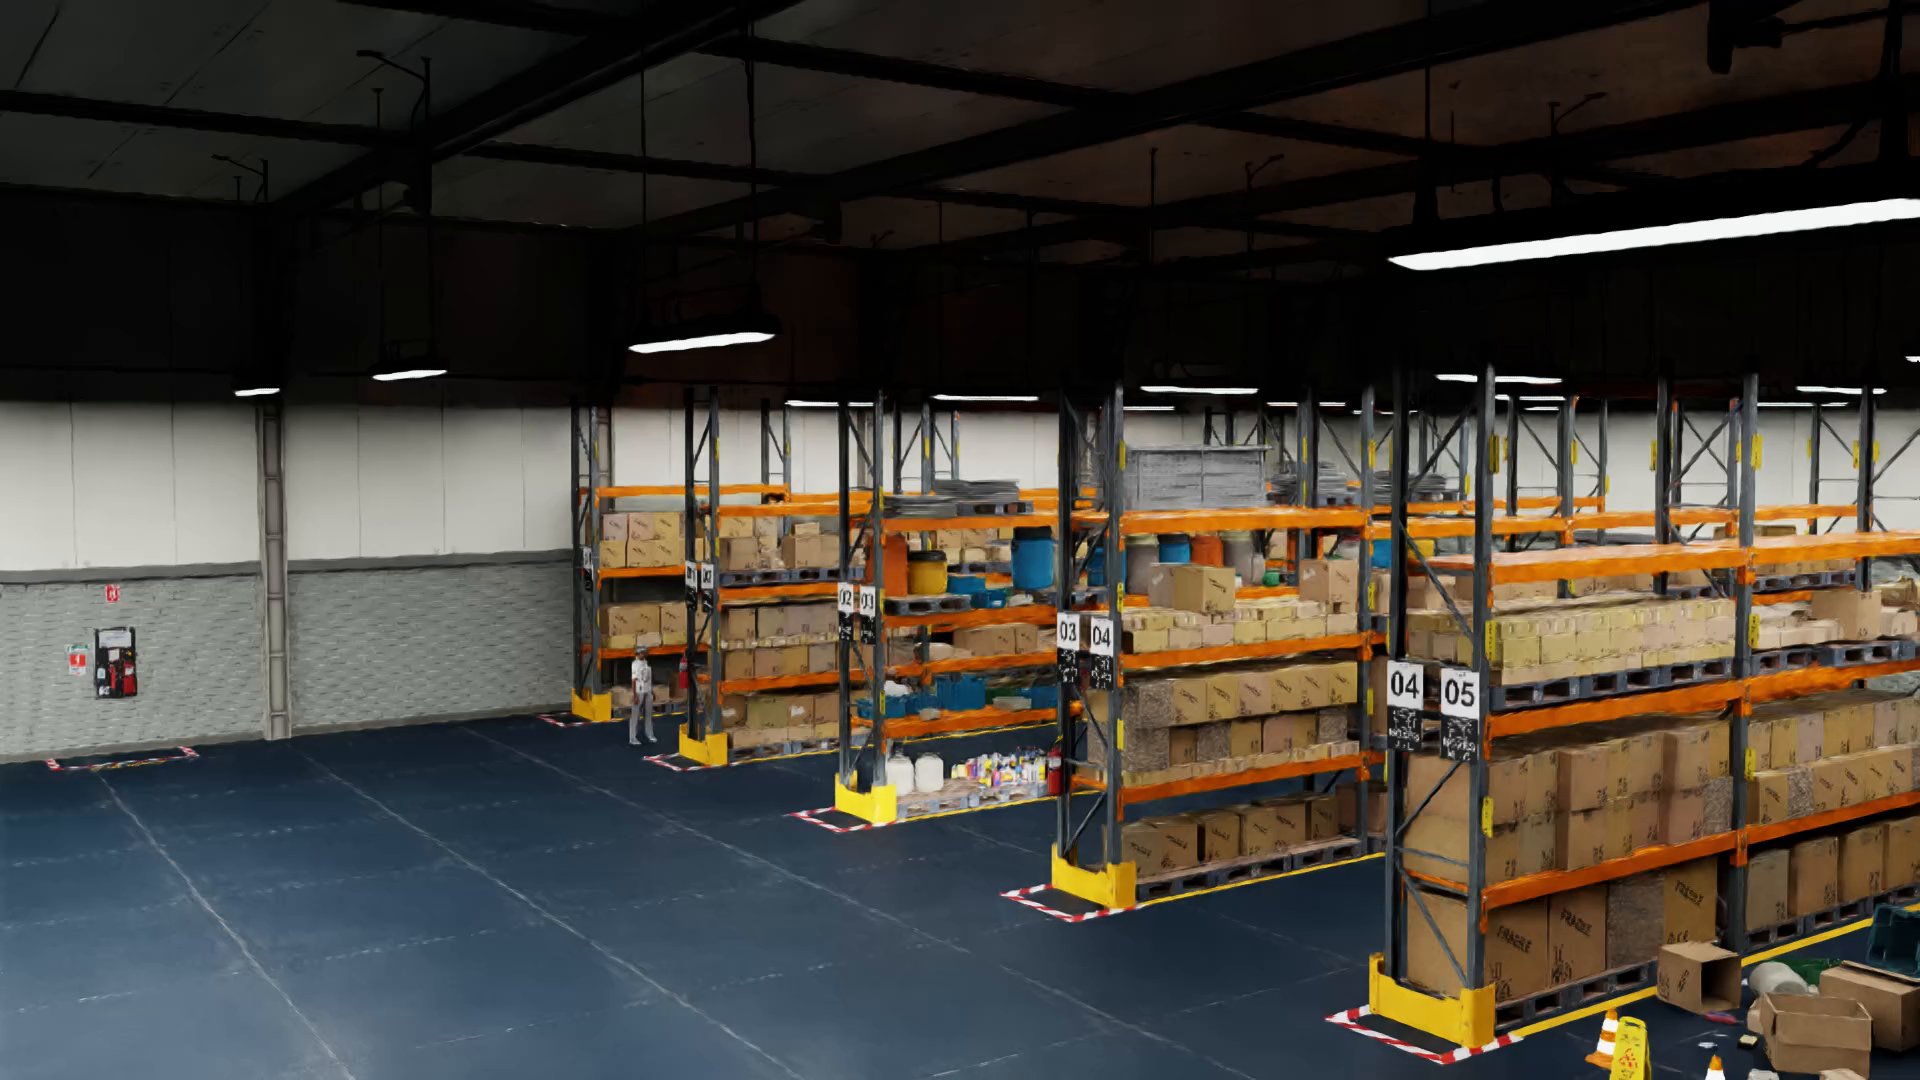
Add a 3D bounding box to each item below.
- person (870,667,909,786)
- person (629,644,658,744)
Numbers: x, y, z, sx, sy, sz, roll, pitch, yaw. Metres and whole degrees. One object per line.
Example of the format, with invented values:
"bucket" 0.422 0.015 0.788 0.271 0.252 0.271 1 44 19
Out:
"person" -1.023 2.766 24.781 0.696 1.772 0.627 -1 4 -20
"person" -5.396 2.612 28.342 0.414 1.679 0.507 2 4 24
